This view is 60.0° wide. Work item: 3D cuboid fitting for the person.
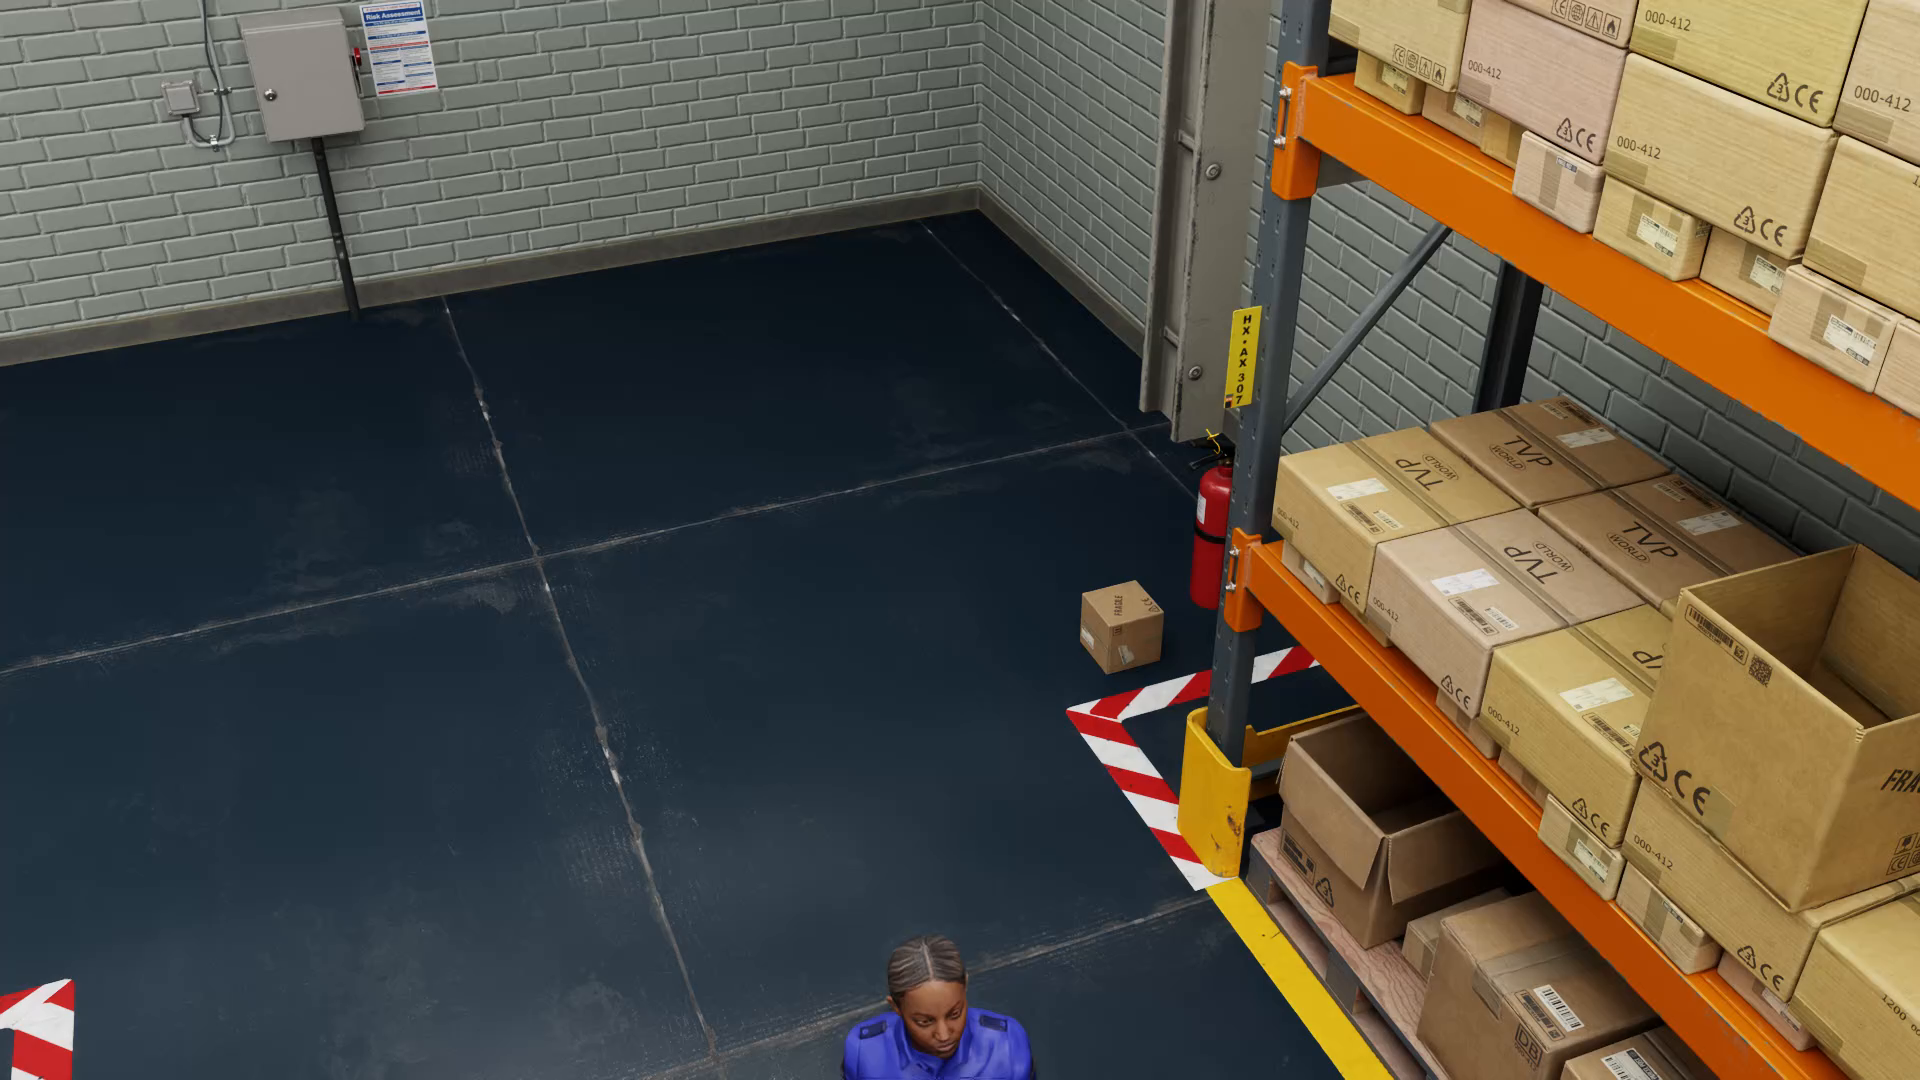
[{"bbox_3d":[-0.036,1.504,3.869,0.452,1.623,0.791,-3,34,-4],"label":"person"}]
